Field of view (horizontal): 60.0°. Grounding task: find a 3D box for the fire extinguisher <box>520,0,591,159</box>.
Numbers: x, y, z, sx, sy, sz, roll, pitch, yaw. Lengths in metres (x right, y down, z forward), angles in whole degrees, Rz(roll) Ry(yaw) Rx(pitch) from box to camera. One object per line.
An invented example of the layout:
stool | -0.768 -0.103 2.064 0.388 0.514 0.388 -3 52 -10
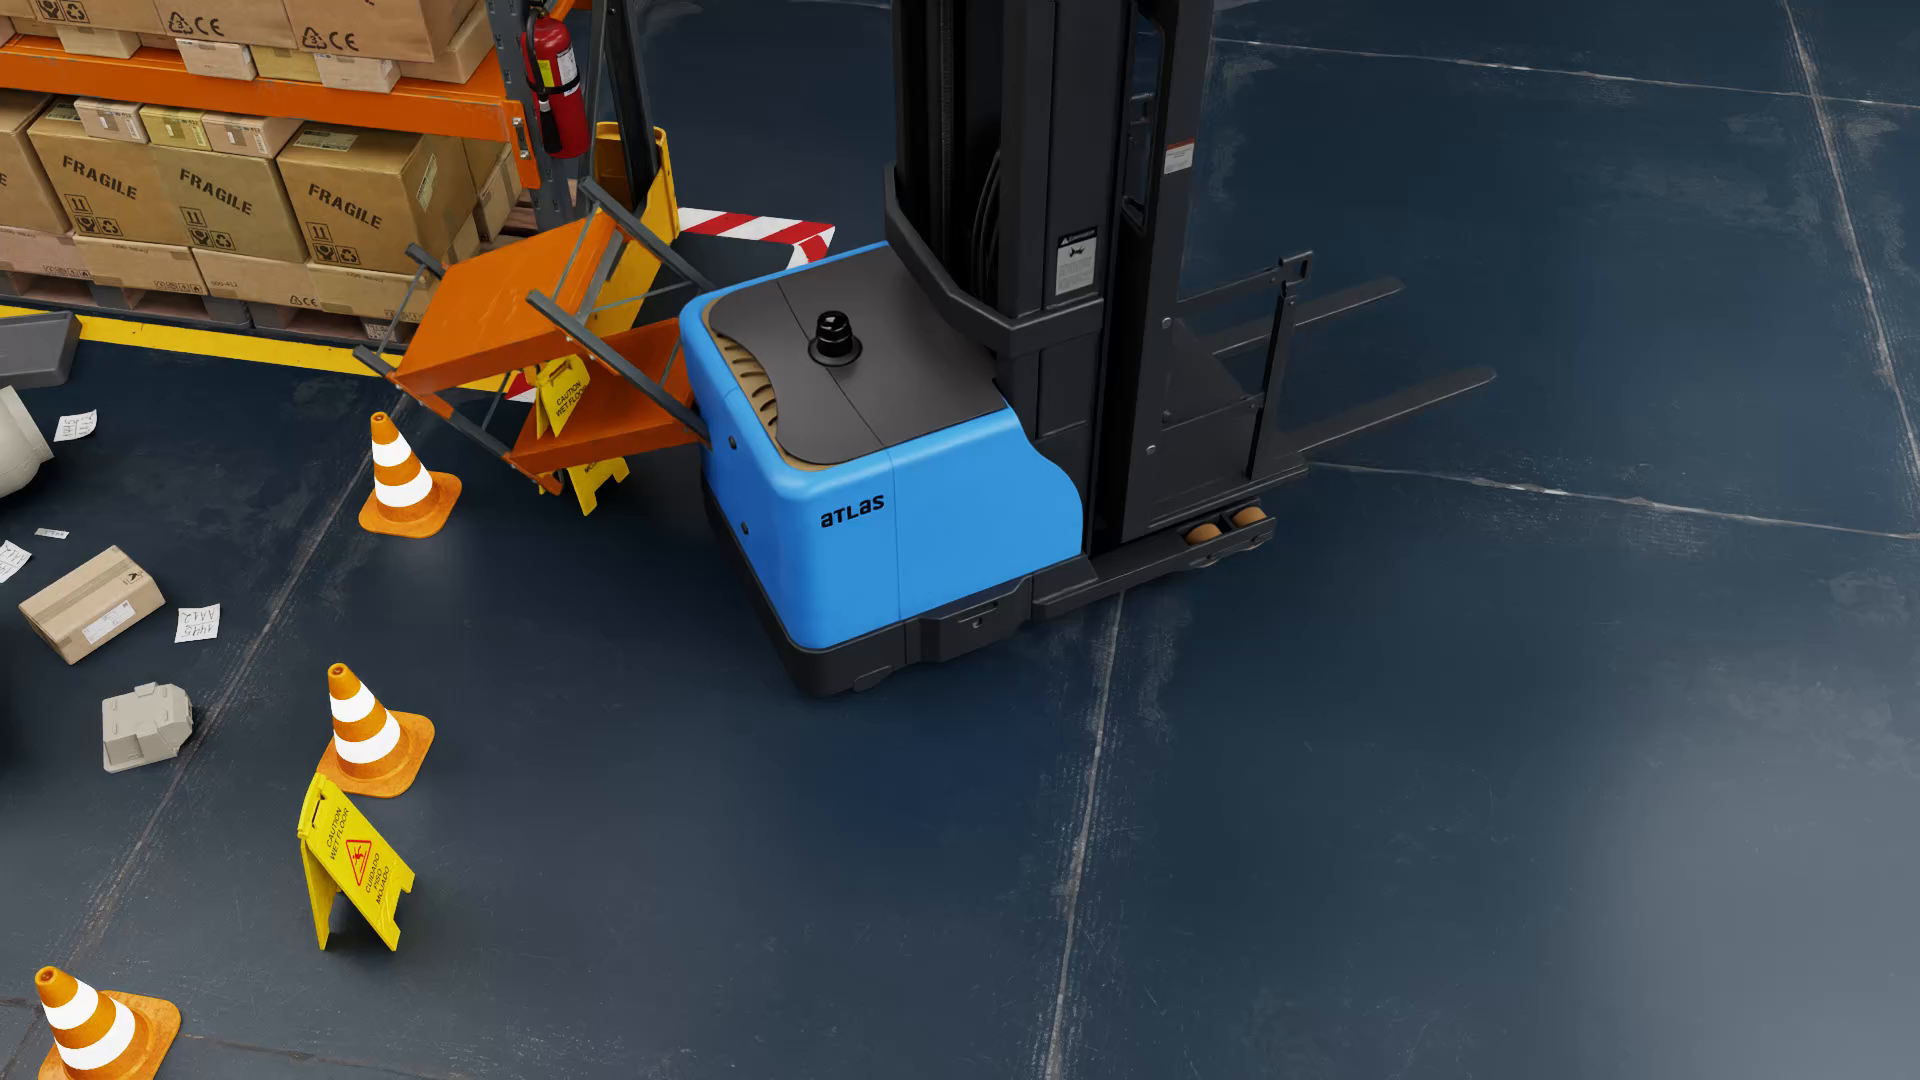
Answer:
fire extinguisher | -1.420 -1.651 5.769 0.183 0.674 0.296 8 49 7

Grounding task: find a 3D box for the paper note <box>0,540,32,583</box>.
paper note | -3.544 0.077 6.168 0.142 0.019 0.148 23 52 20

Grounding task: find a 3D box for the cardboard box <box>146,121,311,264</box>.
cardboard box | -2.800 -1.483 6.628 0.500 0.500 0.500 9 49 8

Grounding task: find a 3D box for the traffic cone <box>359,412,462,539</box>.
traffic cone | -2.103 -0.294 6.203 0.334 0.463 0.336 8 49 7

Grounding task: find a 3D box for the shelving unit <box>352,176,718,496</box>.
shelving unit | -1.334 -0.630 5.952 1.048 1.125 0.538 -7 55 40

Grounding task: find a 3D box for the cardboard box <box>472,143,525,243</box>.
cardboard box | -2.195 -1.559 7.201 0.500 0.250 0.500 7 48 7

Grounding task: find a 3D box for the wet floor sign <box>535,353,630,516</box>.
wet floor sign | -1.454 -0.434 6.206 0.232 0.644 0.267 23 52 20

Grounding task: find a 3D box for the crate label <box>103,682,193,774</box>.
crate label | -2.751 0.614 5.606 0.298 0.136 0.250 -15 50 -13

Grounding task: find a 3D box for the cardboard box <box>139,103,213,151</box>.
cardboard box | -2.906 -1.668 6.358 0.250 0.149 0.380 8 49 7

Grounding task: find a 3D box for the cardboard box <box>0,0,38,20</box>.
cardboard box | -3.513 -2.251 5.989 0.500 0.500 0.500 8 49 7

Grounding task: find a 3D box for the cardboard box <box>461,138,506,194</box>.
cardboard box | -2.219 -1.813 6.924 0.500 0.500 0.500 6 48 6

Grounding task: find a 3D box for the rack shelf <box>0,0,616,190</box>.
rack shelf | -3.419 -2.053 6.562 4.000 0.370 1.077 8 49 7

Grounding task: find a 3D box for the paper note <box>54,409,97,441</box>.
paper note | -3.533 -0.459 6.642 0.148 0.019 0.142 -7 48 -7

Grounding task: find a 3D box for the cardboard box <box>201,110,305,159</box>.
cardboard box | -2.659 -1.632 6.326 0.250 0.149 0.380 9 49 8

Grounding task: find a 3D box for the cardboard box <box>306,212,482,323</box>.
cardboard box | -2.318 -1.164 6.845 0.500 0.250 0.500 7 48 7

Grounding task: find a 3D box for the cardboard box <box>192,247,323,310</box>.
cardboard box | -2.802 -1.235 6.909 0.500 0.250 0.500 8 49 7

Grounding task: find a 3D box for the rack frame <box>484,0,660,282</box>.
rack frame | -1.451 -2.029 6.057 0.127 3.000 1.000 8 49 7

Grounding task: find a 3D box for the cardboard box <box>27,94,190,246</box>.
cardboard box | -3.295 -1.555 6.692 0.500 0.500 0.500 7 48 6

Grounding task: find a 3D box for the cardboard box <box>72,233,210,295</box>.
cardboard box | -3.318 -1.300 6.968 0.500 0.250 0.500 6 48 5

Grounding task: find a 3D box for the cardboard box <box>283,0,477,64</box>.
cardboard box | -2.034 -2.032 5.792 0.500 0.500 0.500 7 48 6

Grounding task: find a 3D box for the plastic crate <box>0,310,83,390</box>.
plastic crate | -3.988 -0.774 6.892 0.583 0.080 0.402 -7 48 -7

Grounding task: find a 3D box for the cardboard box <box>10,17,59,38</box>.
cardboard box | -3.358 -2.054 6.248 0.250 0.149 0.380 8 49 7

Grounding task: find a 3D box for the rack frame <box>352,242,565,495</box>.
rack frame | -1.723 -0.581 6.277 0.032 1.125 0.500 -7 55 40

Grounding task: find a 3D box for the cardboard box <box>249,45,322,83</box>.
cardboard box | -2.374 -1.840 6.055 0.250 0.149 0.380 7 48 6

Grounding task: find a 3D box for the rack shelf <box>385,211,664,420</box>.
rack shelf | -1.507 -0.777 5.767 1.000 0.278 0.538 -7 55 40

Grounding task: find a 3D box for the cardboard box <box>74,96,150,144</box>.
cardboard box | -3.165 -1.704 6.391 0.250 0.149 0.380 10 49 8

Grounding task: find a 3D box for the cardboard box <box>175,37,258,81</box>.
cardboard box | -2.633 -1.852 6.066 0.250 0.149 0.380 8 49 8

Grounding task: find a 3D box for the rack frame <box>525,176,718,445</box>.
rack frame | -0.946 -0.680 5.628 0.032 1.125 0.500 -7 55 40

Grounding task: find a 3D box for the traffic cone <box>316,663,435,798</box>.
traffic cone | -1.966 0.564 5.432 0.334 0.463 0.336 8 49 7

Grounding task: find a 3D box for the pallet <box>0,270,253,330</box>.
pallet | -3.516 -1.403 7.369 1.213 0.211 1.003 8 49 7

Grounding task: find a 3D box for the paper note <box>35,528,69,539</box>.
paper note | -3.422 -0.025 6.266 0.123 0.001 0.032 8 49 7

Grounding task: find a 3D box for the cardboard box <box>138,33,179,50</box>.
cardboard box | -2.860 -1.989 6.189 0.250 0.149 0.380 8 49 7

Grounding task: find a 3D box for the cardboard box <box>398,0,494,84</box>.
cardboard box | -1.857 -1.838 6.054 0.250 0.149 0.380 9 49 8

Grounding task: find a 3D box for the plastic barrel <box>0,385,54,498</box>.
plastic barrel | -3.753 -0.333 6.265 0.512 0.421 0.421 -32 55 -25

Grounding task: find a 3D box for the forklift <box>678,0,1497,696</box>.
forklift | 0.605 -1.213 5.369 3.031 2.935 1.130 -20 51 -17

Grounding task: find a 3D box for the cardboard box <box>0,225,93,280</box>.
cardboard box | -3.805 -1.373 7.034 0.500 0.250 0.500 7 48 6

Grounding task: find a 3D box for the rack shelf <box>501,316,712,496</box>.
rack shelf | -1.190 -0.508 6.107 1.000 0.278 0.538 -7 55 40

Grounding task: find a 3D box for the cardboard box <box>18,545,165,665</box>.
cardboard box | -3.099 0.229 5.944 0.250 0.149 0.380 32 56 26

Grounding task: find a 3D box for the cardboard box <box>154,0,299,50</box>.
cardboard box | -2.526 -2.102 5.855 0.500 0.500 0.500 8 49 7

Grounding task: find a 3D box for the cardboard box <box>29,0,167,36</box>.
cardboard box | -3.018 -2.170 5.916 0.500 0.500 0.500 7 48 7

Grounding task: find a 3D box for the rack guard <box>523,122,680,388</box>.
rack guard | -1.526 -1.204 6.995 0.348 0.500 1.175 8 49 7

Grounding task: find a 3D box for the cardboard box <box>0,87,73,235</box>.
cardboard box | -3.816 -1.622 6.753 0.500 0.500 0.500 10 49 9

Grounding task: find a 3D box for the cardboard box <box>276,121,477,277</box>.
cardboard box | -2.286 -1.416 6.568 0.500 0.500 0.500 8 49 7

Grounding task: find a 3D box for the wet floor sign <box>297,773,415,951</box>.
wet floor sign | -1.851 0.949 4.963 0.232 0.644 0.267 0 48 0

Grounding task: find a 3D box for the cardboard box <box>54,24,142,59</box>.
cardboard box | -3.128 -1.956 6.160 0.250 0.149 0.380 7 48 6

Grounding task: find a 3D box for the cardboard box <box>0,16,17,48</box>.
cardboard box | -3.624 -2.009 6.207 0.250 0.149 0.380 7 48 7

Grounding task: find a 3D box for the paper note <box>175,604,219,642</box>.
paper note | -2.735 0.295 5.964 0.142 0.019 0.148 -7 48 -7

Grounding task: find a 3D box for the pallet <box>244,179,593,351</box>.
pallet | -2.319 -1.240 7.223 1.213 0.211 1.003 8 49 7

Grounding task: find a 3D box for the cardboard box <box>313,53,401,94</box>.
cardboard box | -2.126 -1.790 6.011 0.250 0.149 0.380 7 48 6

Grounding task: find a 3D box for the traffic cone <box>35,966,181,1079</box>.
traffic cone | -2.502 1.346 4.730 0.334 0.463 0.336 8 49 7
